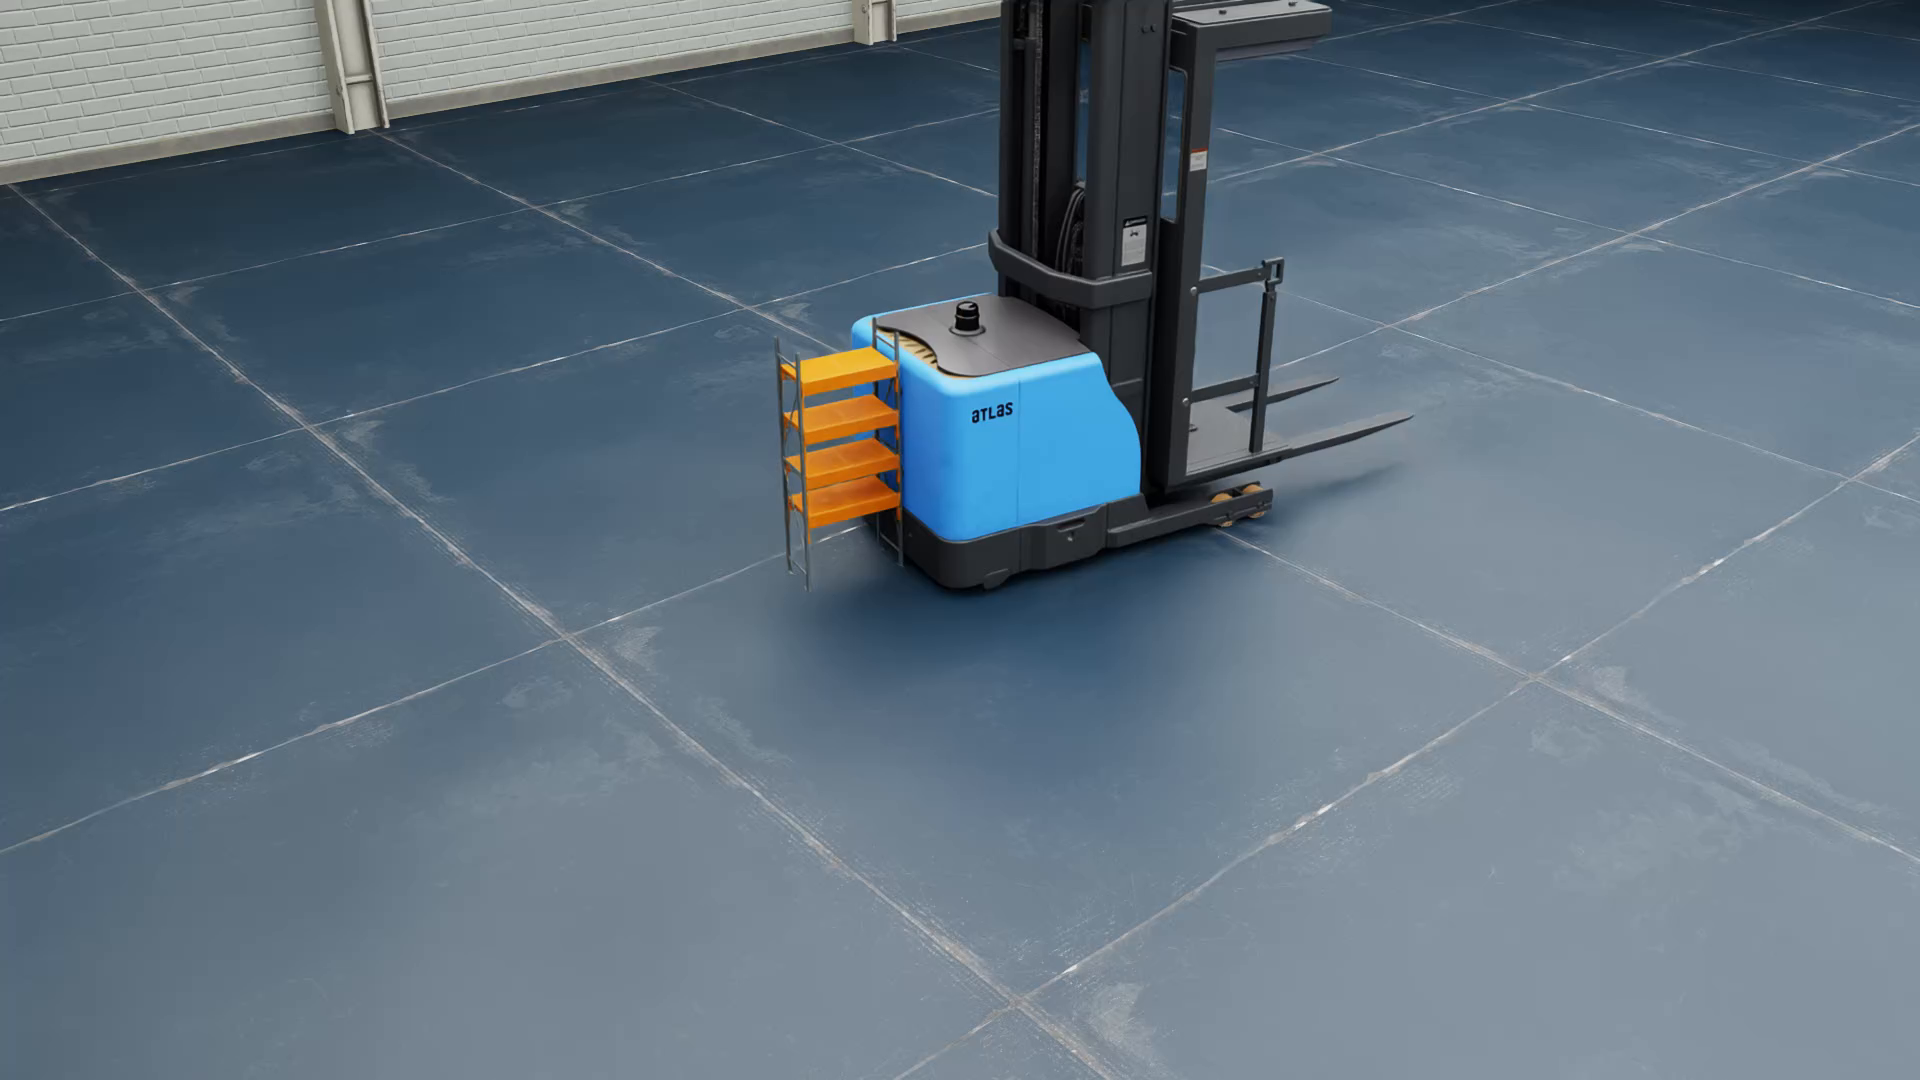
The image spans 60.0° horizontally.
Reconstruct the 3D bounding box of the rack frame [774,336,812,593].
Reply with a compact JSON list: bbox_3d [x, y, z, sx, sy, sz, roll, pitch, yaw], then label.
[{"bbox_3d":[-0.761,-0.330,7.594,0.015,1.200,0.240,-15,32,-26],"label":"rack frame"}]

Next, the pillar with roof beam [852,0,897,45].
[{"bbox_3d":[1.829,-8.082,13.825,0.400,9.000,9.100,-22,35,-35],"label":"pillar with roof beam"}]

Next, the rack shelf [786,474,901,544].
[{"bbox_3d":[-0.550,-0.153,7.827,0.480,0.148,0.258,-15,32,-26],"label":"rack shelf"}]

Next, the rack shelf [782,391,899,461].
[{"bbox_3d":[-0.550,-0.525,7.628,0.480,0.148,0.258,-15,32,-26],"label":"rack shelf"}]

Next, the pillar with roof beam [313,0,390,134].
[{"bbox_3d":[-2.735,-6.246,10.391,0.400,9.000,9.100,-22,35,-35],"label":"pillar with roof beam"}]

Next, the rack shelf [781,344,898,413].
[{"bbox_3d":[-0.550,-0.734,7.516,0.480,0.148,0.258,-15,32,-26],"label":"rack shelf"}]

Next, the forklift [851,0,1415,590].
[{"bbox_3d":[1.000,-1.557,8.054,3.031,2.935,1.130,-15,32,-26],"label":"forklift"}]

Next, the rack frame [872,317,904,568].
[{"bbox_3d":[-0.338,-0.445,7.809,0.015,1.200,0.240,-15,32,-26],"label":"rack frame"}]

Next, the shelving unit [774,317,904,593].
[{"bbox_3d":[-0.550,-0.387,7.701,0.503,1.200,0.258,-15,32,-26],"label":"shelving unit"}]

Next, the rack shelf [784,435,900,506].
[{"bbox_3d":[-0.550,-0.328,7.733,0.480,0.148,0.258,-15,32,-26],"label":"rack shelf"}]
